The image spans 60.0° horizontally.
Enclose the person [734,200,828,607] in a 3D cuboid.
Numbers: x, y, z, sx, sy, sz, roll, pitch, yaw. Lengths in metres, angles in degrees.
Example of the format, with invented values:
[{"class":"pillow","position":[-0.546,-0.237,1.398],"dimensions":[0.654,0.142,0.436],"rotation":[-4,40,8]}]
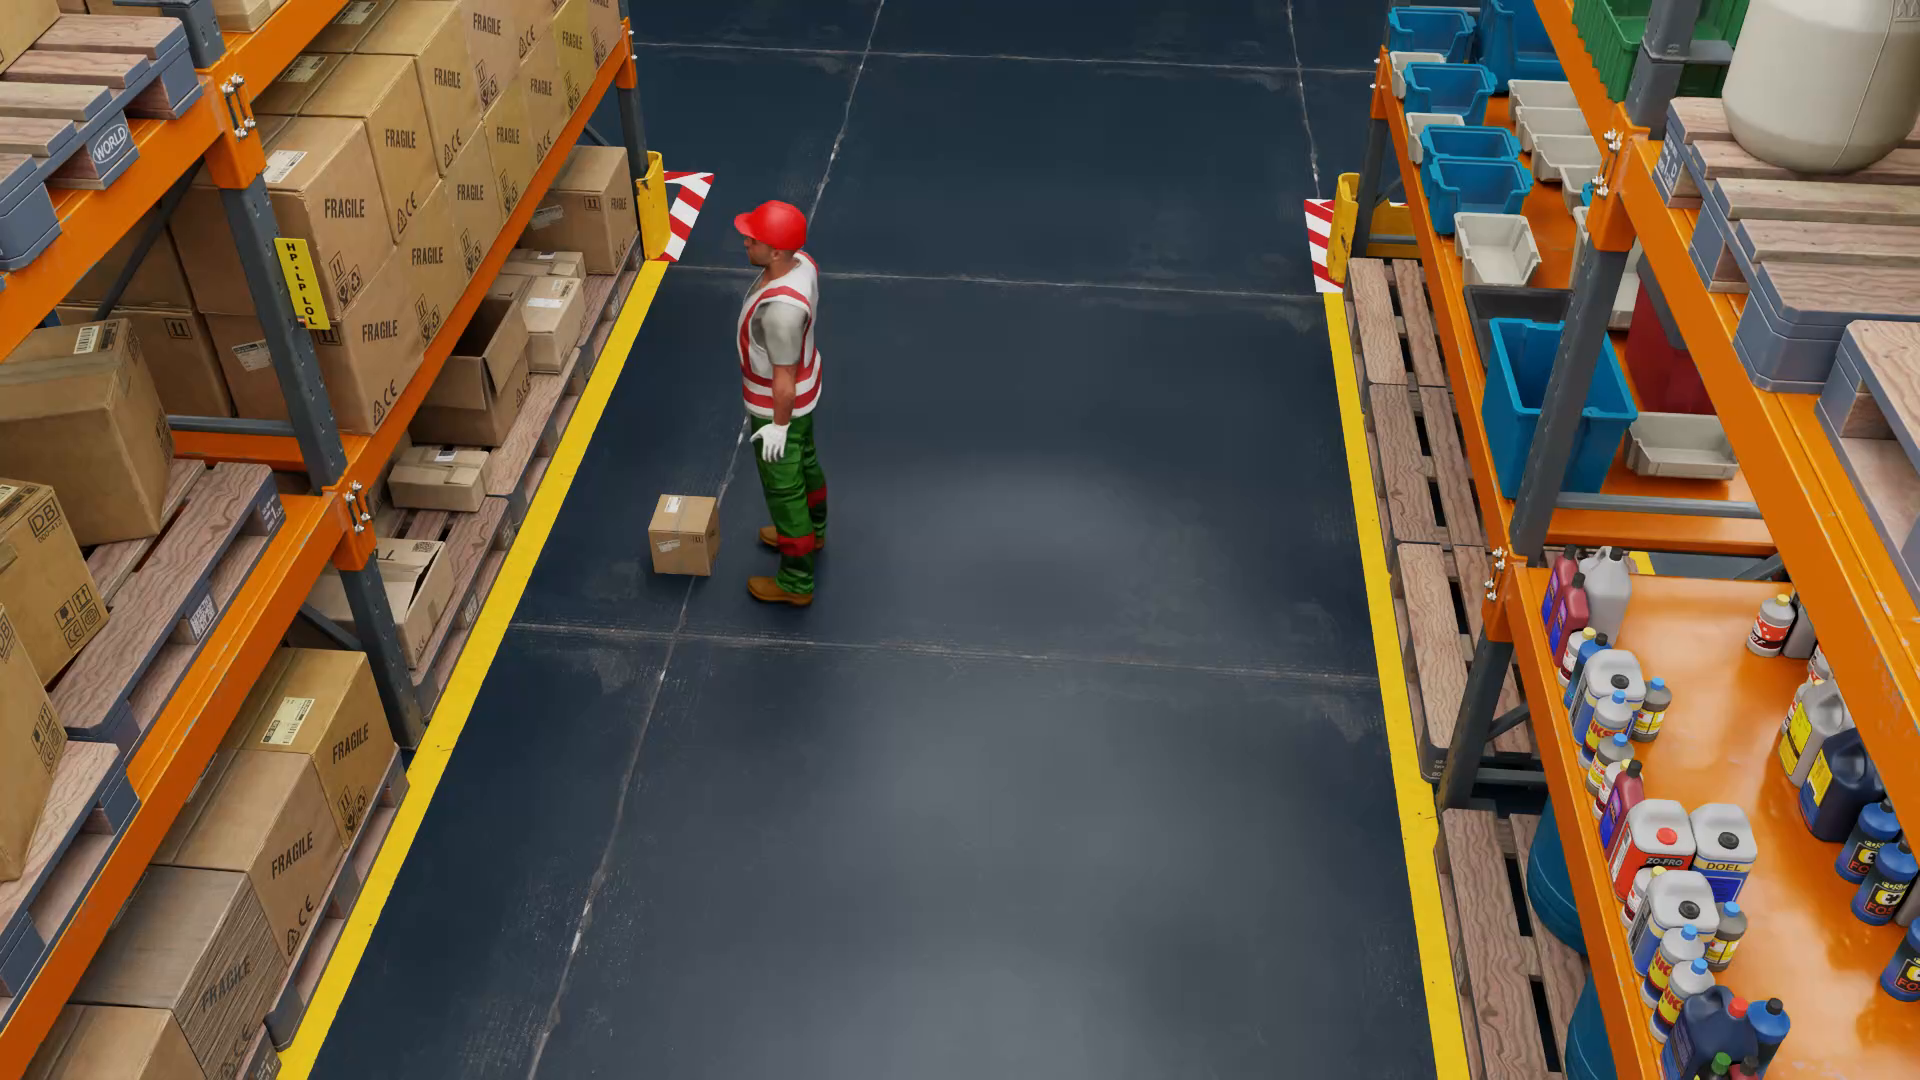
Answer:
[{"class":"person","position":[-0.740,-0.583,6.833],"dimensions":[0.366,1.791,0.587],"rotation":[3,40,4]}]
